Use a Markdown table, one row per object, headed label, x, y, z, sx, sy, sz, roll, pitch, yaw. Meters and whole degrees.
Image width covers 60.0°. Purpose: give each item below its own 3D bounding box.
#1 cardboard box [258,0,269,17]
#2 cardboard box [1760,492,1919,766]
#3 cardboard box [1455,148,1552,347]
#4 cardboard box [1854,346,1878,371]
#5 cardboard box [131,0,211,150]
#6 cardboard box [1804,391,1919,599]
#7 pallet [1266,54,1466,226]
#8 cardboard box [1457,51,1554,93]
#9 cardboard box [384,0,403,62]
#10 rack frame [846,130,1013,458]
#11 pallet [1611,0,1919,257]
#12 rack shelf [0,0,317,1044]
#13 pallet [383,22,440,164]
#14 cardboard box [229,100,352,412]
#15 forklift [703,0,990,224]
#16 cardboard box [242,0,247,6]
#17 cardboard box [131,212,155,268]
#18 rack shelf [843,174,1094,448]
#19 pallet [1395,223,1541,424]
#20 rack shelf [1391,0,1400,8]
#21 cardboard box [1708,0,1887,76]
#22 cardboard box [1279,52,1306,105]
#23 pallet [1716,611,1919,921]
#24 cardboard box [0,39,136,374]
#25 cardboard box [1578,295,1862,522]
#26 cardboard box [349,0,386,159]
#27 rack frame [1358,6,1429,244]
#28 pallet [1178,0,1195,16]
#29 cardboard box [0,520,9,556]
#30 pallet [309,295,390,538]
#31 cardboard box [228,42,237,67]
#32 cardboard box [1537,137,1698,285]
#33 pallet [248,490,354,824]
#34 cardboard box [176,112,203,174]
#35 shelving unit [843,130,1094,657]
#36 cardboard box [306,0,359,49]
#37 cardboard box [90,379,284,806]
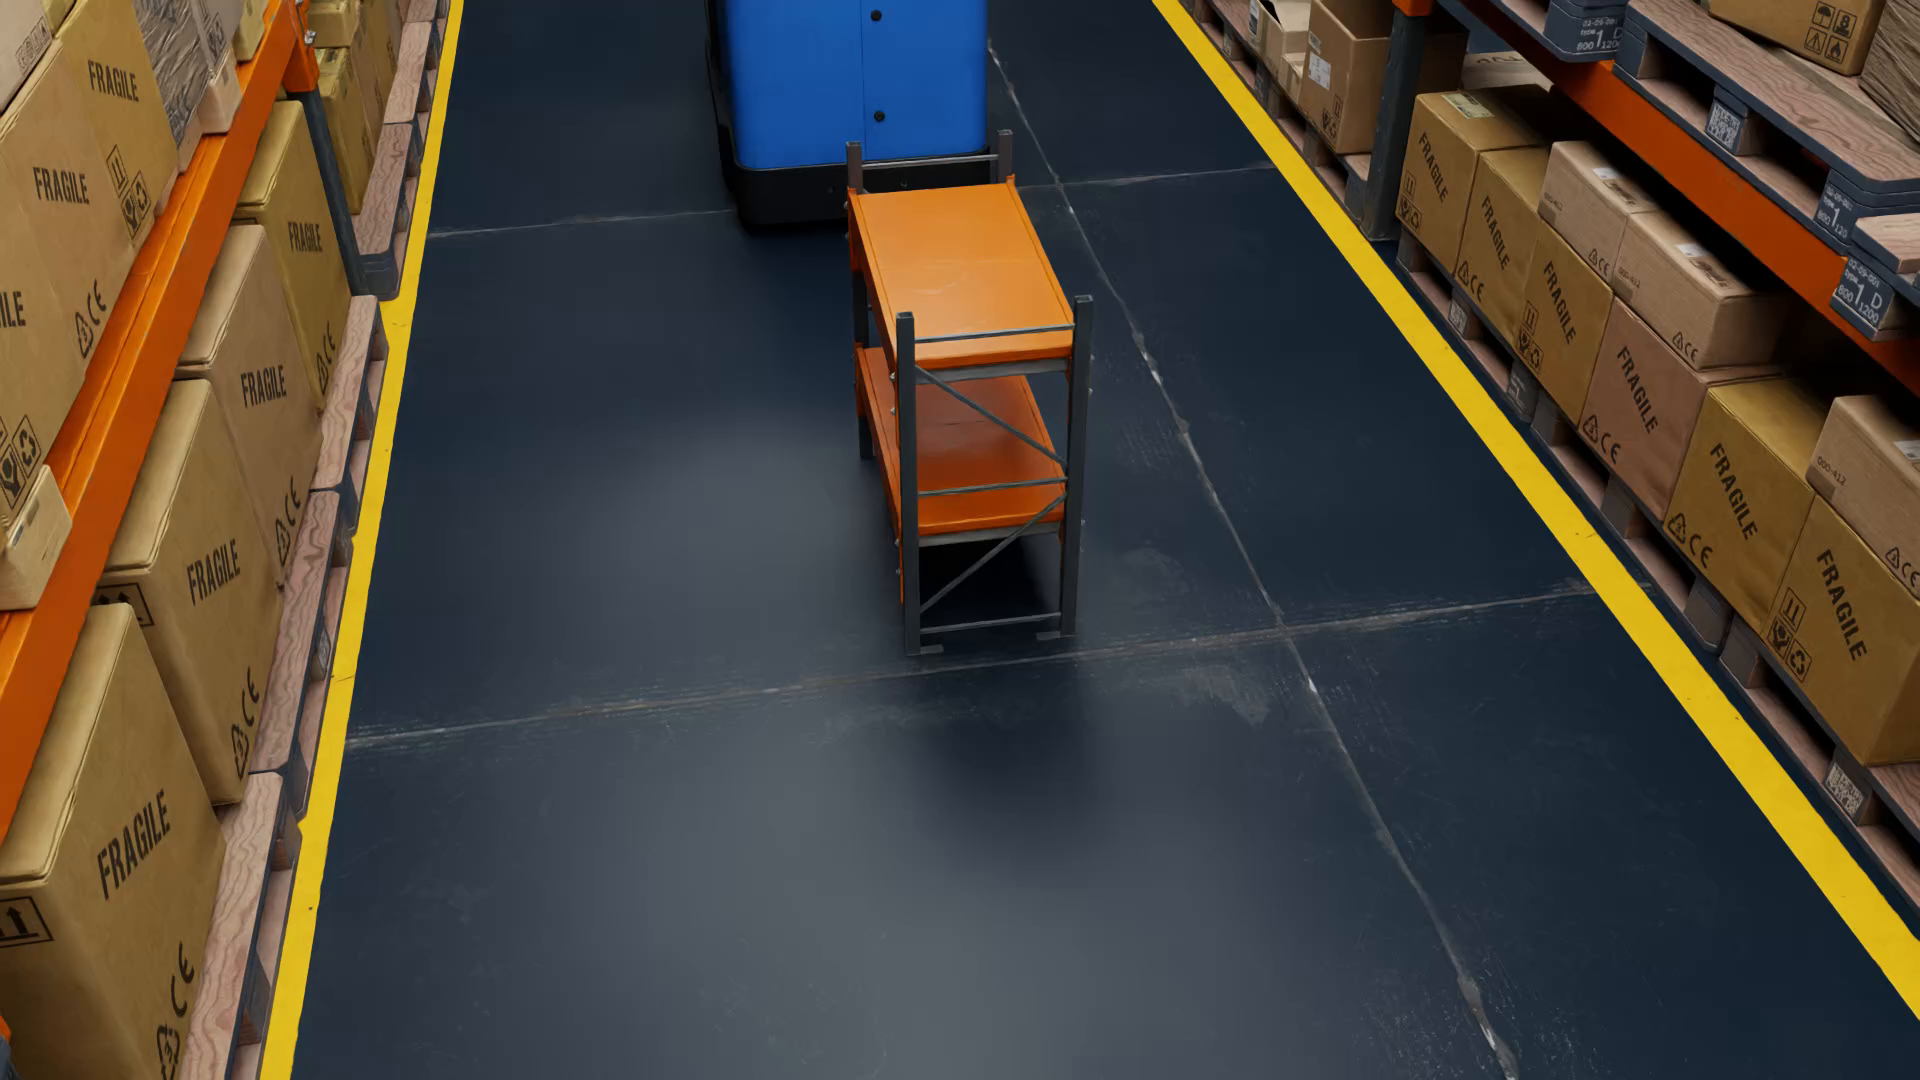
| label | x | y | z | sx | sy | sz | roll | pitch | yaw |
| --- | --- | --- | --- | --- | --- | --- | --- | --- | --- |
| cardboard box | -2.380 | -1.689 | 5.167 | 0.380 | 0.149 | 0.250 | -6 | 38 | -8 |
| cardboard box | 2.465 | 0.201 | 4.226 | 0.500 | 0.500 | 0.500 | -5 | 38 | -6 |
| cardboard box | 2.108 | -1.036 | 5.818 | 0.500 | 0.500 | 0.500 | -6 | 38 | -7 |
| cardboard box | 2.785 | -0.499 | 5.126 | 0.500 | 0.500 | 0.500 | -7 | 38 | -9 |
| cardboard box | -2.210 | -1.256 | 4.081 | 0.500 | 0.500 | 0.500 | -6 | 38 | -8 |
| cardboard box | 2.451 | -0.129 | 4.039 | 0.500 | 0.250 | 0.500 | -5 | 38 | -6 |
| pallet | 2.039 | -1.803 | 7.398 | 1.003 | 0.211 | 1.213 | -6 | 38 | -8 |
| cardboard box | 2.298 | -1.878 | 7.055 | 0.500 | 0.311 | 0.500 | -6 | 38 | -8 |
| cardboard box | -3.021 | -2.531 | 7.758 | 0.700 | 0.500 | 0.500 | -7 | 38 | -9 |
| rack frame | -0.090 | -0.755 | 5.305 | 0.500 | 1.125 | 0.032 | -6 | 38 | -8 |
| pallet | 2.515 | -1.171 | 4.469 | 1.003 | 0.211 | 1.213 | -6 | 38 | -8 |
| rack shelf | -2.367 | -0.462 | 3.986 | 1.077 | 0.370 | 4.000 | -6 | 38 | -8 |
| pallet | -2.991 | -2.059 | 7.728 | 1.003 | 0.211 | 1.213 | -6 | 38 | -8 |
| cardboard box | -2.476 | -0.892 | 5.363 | 0.750 | 0.750 | 0.750 | -6 | 38 | -7 |
| forklift | -0.645 | -3.349 | 7.172 | 1.130 | 2.935 | 3.031 | -6 | 38 | -8 |
| cardboard box | -2.388 | -1.867 | 4.868 | 0.500 | 0.500 | 0.500 | -7 | 38 | -9 |
| cardboard box | -2.165 | -0.755 | 3.965 | 0.380 | 0.149 | 0.250 | -5 | 38 | -7 |
| rack shelf | -0.001 | -0.679 | 4.731 | 0.538 | 0.278 | 1.000 | -6 | 38 | -8 |
| pallet | 2.339 | -0.901 | 6.237 | 1.003 | 0.211 | 1.213 | -6 | 38 | -8 |
| rack shelf | 1.808 | -3.413 | 7.784 | 1.077 | 0.370 | 4.000 | -6 | 38 | -8 |
| cardboard box | 2.529 | -1.634 | 4.484 | 0.700 | 0.500 | 0.500 | -16 | 41 | -19 |
| cardboard box | 1.655 | -2.071 | 7.435 | 0.380 | 0.149 | 0.250 | -6 | 38 | -8 |
| pallet | 2.766 | 0.573 | 4.340 | 1.003 | 0.211 | 1.213 | -6 | 38 | -8 |
| cardboard box | -2.018 | -0.641 | 3.290 | 0.500 | 0.500 | 0.500 | -6 | 38 | -8 |
| cardboard box | 2.277 | -0.428 | 5.035 | 0.500 | 0.500 | 0.500 | -8 | 38 | -10 |
| cardboard box | -2.832 | -1.899 | 6.945 | 0.700 | 0.500 | 0.500 | -7 | 38 | -8 |
| rack frame | 2.159 | -2.489 | 6.009 | 1.000 | 3.000 | 0.127 | -6 | 38 | -8 |
| pallet | 1.612 | -3.276 | 9.295 | 1.003 | 0.211 | 1.213 | -6 | 38 | -8 |
| cardboard box | -1.849 | -0.024 | 2.495 | 0.500 | 0.500 | 0.500 | -5 | 38 | -7 |
| pallet | -2.508 | -0.395 | 5.586 | 1.003 | 0.211 | 1.213 | -6 | 38 | -8 |
| cardboard box | -2.311 | -1.378 | 4.767 | 0.380 | 0.149 | 0.250 | -5 | 38 | -7 |
| cardboard box | 2.179 | -1.049 | 5.223 | 0.500 | 0.250 | 0.500 | -6 | 38 | -8 |
| pallet | -2.291 | 0.344 | 4.636 | 1.003 | 0.211 | 1.213 | -6 | 38 | -8 |
| cardboard box | -2.229 | -1.070 | 4.370 | 0.380 | 0.149 | 0.250 | -6 | 38 | -8 |
| shelving unit | -0.001 | -0.448 | 4.910 | 0.538 | 1.125 | 1.048 | -6 | 38 | -8 |
| cardboard box | -2.628 | -2.078 | 6.646 | 0.380 | 0.149 | 0.250 | -5 | 38 | -6 |
| cardboard box | -2.163 | 0.157 | 4.013 | 0.750 | 0.750 | 0.750 | -6 | 38 | -8 |
